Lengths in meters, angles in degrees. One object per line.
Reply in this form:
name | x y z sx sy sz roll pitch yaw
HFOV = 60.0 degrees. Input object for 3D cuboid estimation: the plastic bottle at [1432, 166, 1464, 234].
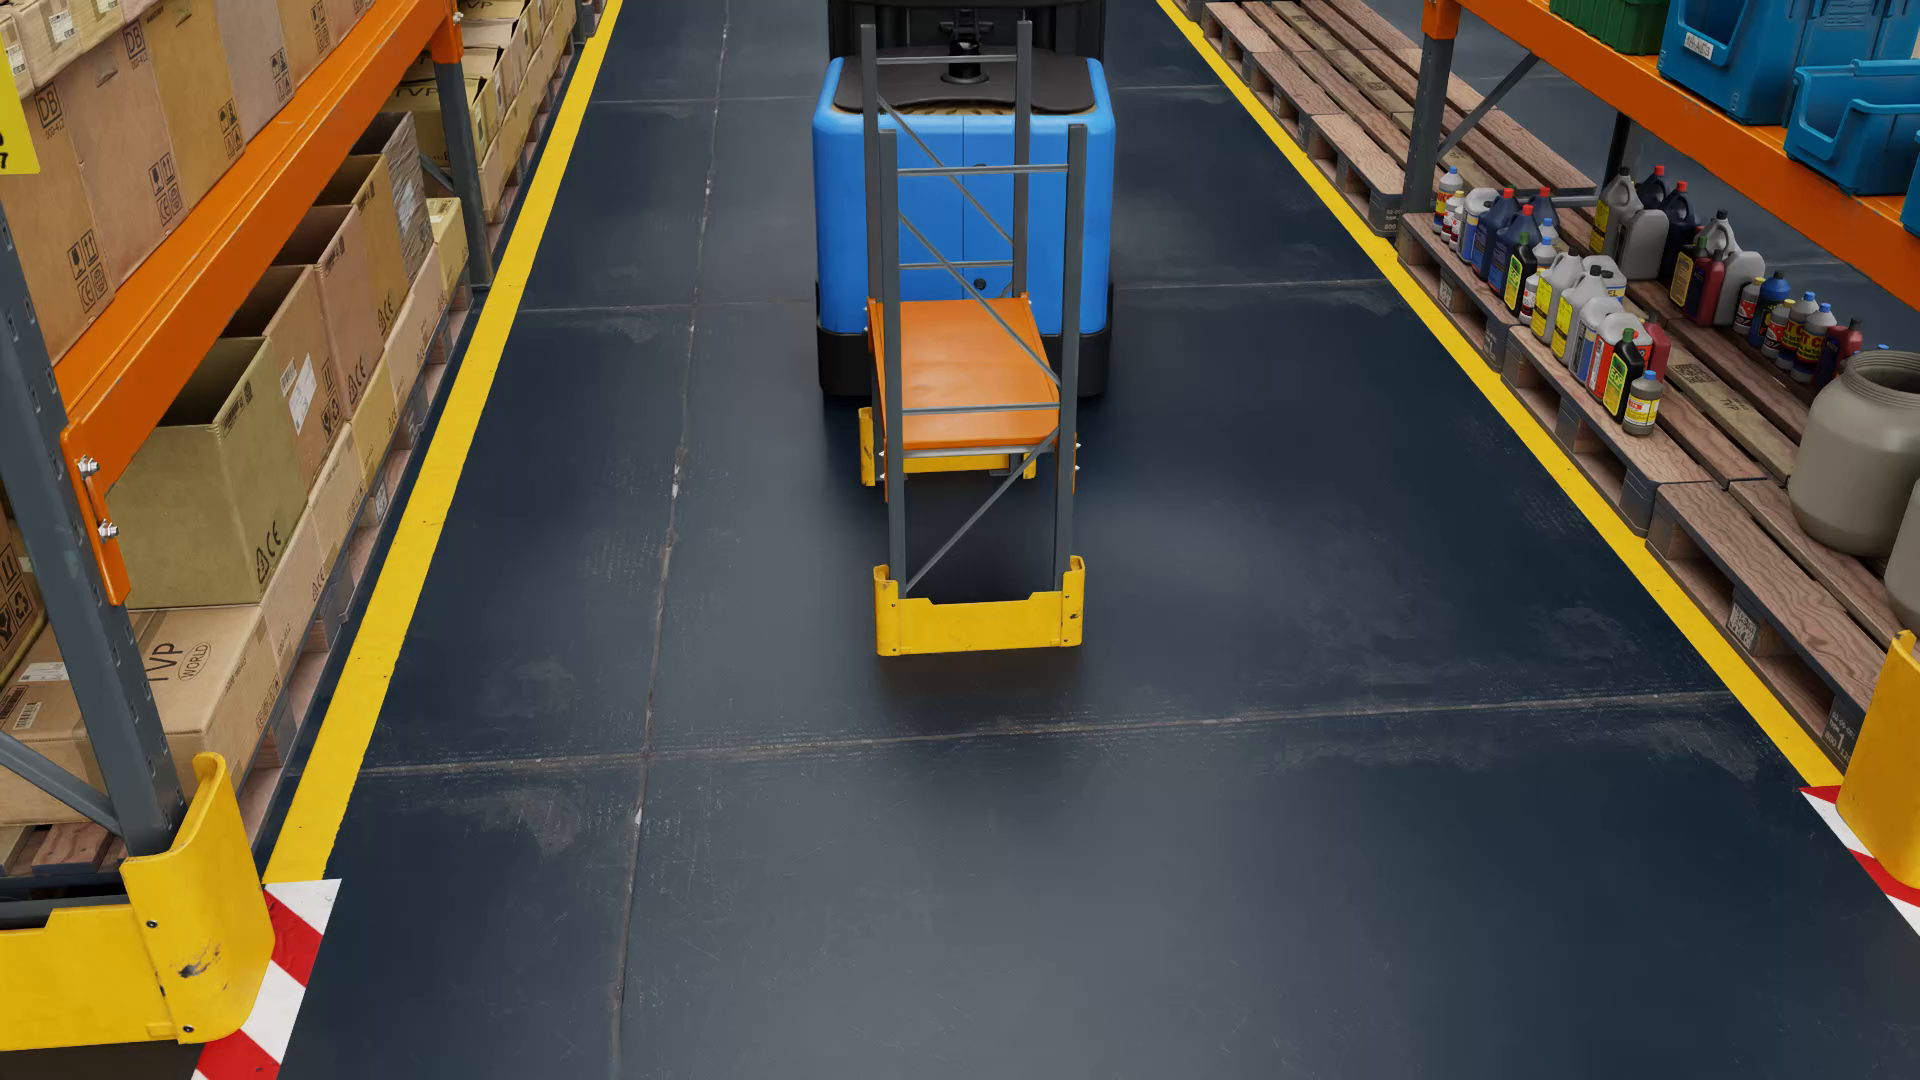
plastic bottle | 2.039 -1.422 6.938 0.097 0.271 0.097 0 31 0

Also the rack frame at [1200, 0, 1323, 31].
rack frame | 2.072 -4.631 10.077 1.000 3.000 0.127 -3 31 -5

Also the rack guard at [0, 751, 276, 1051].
rack guard | -2.110 0.775 3.466 1.175 0.500 0.348 -3 31 -5

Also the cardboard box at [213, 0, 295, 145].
cardboard box | -2.290 -1.383 4.543 0.700 0.500 0.500 -2 31 -3

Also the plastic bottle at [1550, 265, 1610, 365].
plastic bottle | 2.183 -0.800 5.818 0.144 0.351 0.185 -2 31 -3

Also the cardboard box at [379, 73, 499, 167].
cardboard box | -2.277 -1.817 7.091 0.500 0.311 0.500 -3 31 -4

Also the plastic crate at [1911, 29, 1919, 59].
plastic crate | 2.850 -1.658 5.358 0.530 0.136 0.437 -3 31 -5

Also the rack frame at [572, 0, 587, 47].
rack frame | -2.860 -4.395 9.683 1.000 3.000 0.127 -3 31 -5

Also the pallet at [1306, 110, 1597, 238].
pallet | 2.334 -1.790 8.042 1.003 0.211 1.213 -3 31 -5

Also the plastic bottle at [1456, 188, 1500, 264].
plastic bottle | 2.097 -1.261 6.662 0.152 0.276 0.135 -2 31 -3

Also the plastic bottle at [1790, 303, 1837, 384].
plastic bottle | 2.929 -0.679 5.694 0.097 0.271 0.097 0 31 0

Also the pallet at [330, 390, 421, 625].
pallet | -2.336 -0.124 5.251 1.003 0.211 1.213 -3 31 -5

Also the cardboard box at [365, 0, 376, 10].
cardboard box | -2.438 -2.170 5.860 0.700 0.500 0.500 -4 31 -6

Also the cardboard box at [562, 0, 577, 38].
cardboard box | -2.568 -3.138 9.851 0.500 0.250 0.500 -2 31 -3

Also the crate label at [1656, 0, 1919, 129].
crate label | 2.379 -1.488 4.782 0.502 0.435 0.616 -3 31 -5

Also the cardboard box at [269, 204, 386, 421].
cardboard box | -2.078 -0.683 5.009 0.500 0.500 0.500 -3 31 -5

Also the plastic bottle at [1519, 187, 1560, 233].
plastic bottle | 2.252 -1.215 6.513 0.144 0.351 0.185 -3 31 -5

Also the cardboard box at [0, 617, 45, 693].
cardboard box | -2.456 0.430 3.877 0.500 0.250 0.500 -3 31 -5

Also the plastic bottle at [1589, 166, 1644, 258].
plastic bottle | 2.650 -1.318 6.686 0.144 0.351 0.185 -3 31 -5

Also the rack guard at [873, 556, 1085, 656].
rack guard | 0.054 0.186 4.695 0.587 0.250 0.087 -3 31 -5

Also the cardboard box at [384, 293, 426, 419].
cardboard box | -2.127 -0.616 5.629 0.500 0.250 0.500 -3 31 -5

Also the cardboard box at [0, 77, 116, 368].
cardboard box | -2.143 -0.593 3.220 0.700 0.500 0.500 -3 31 -5

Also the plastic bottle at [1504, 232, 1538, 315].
plastic bottle | 2.100 -0.997 6.213 0.061 0.283 0.133 -1 31 -2

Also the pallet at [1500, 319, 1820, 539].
pallet | 2.584 -0.422 5.751 1.003 0.211 1.213 -3 31 -5

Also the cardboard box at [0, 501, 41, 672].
cardboard box | -2.459 0.108 3.685 0.500 0.500 0.500 -3 31 -5

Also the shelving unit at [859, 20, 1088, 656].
shelving unit | 0.007 -0.605 4.800 0.587 1.500 1.083 -3 31 -5

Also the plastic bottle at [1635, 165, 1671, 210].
plastic bottle | 2.793 -1.325 6.698 0.144 0.351 0.185 -4 31 -6

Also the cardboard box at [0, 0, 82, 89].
cardboard box | -1.962 -0.978 3.231 0.380 0.149 0.250 -4 31 -6

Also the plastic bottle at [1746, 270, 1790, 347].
plastic bottle | 2.900 -0.834 5.953 0.097 0.271 0.097 0 31 0

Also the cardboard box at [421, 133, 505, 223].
cardboard box | -2.277 -1.571 7.226 0.500 0.250 0.500 -3 31 -6

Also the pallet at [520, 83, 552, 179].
pallet | -2.711 -2.155 8.651 1.003 0.211 1.213 -3 31 -5

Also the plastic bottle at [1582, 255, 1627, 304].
plastic bottle | 2.311 -0.883 6.029 0.152 0.276 0.135 -3 31 -5

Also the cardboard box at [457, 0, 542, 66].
cardboard box | -2.421 -2.601 8.405 0.500 0.311 0.500 -2 31 -3

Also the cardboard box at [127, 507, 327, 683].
cardboard box | -1.991 0.150 4.346 0.500 0.250 0.500 -3 31 -5

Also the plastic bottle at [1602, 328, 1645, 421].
plastic bottle | 2.183 -0.544 5.456 0.061 0.283 0.133 -2 31 -3

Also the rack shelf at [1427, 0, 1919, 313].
rack shelf | 2.633 -1.259 5.133 1.077 0.370 4.000 -3 31 -5

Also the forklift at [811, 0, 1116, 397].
forklift | 0.029 -2.487 6.556 1.130 2.935 3.031 0 31 1

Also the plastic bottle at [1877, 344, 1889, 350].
plastic bottle | 2.961 -0.504 5.401 0.097 0.271 0.097 0 31 0

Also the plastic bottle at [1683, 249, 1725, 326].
plastic bottle | 2.747 -0.945 6.126 0.061 0.283 0.133 -3 31 -5

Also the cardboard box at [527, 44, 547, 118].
cardboard box | -2.421 -2.356 8.541 0.500 0.250 0.500 -2 31 -4

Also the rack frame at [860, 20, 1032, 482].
rack frame | -0.040 -0.860 5.227 0.500 1.500 0.032 -3 31 -5

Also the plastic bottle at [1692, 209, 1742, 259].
plastic bottle | 2.841 -1.062 6.257 0.144 0.351 0.185 -3 31 -5
